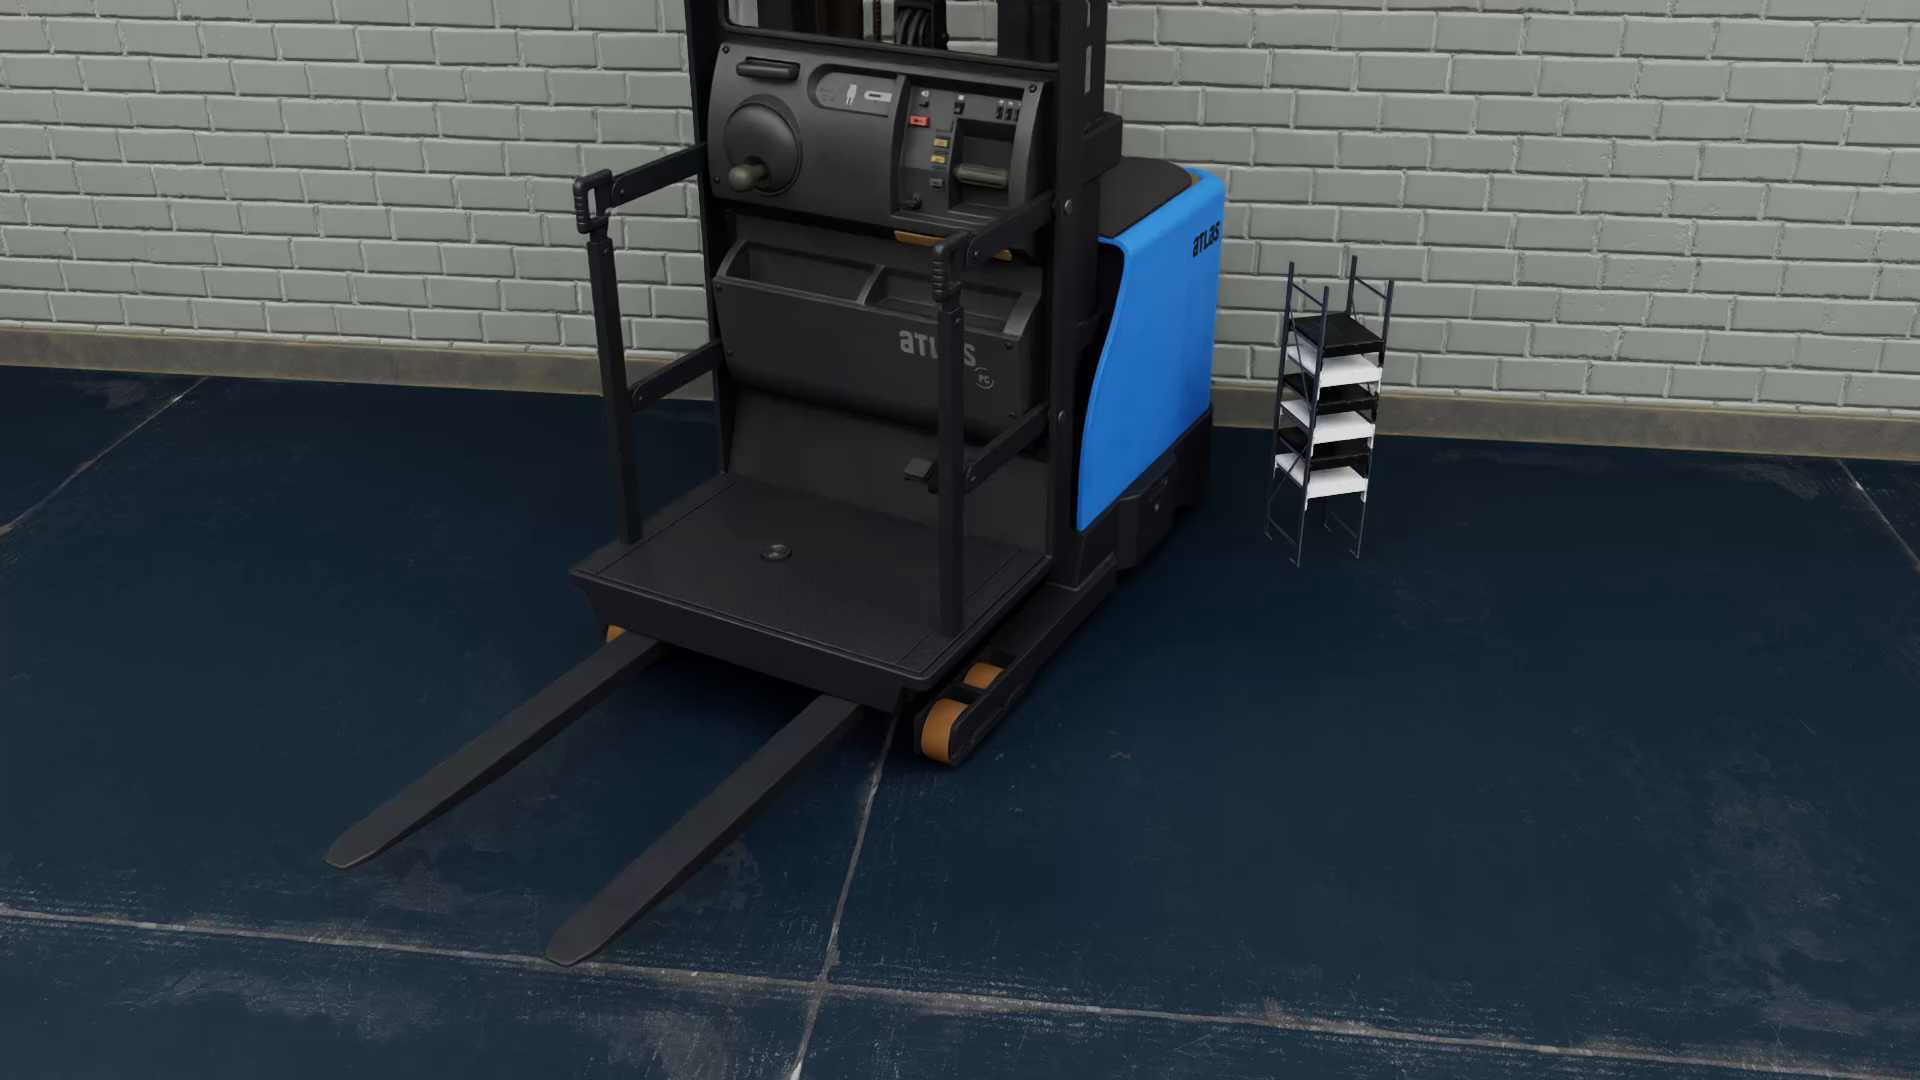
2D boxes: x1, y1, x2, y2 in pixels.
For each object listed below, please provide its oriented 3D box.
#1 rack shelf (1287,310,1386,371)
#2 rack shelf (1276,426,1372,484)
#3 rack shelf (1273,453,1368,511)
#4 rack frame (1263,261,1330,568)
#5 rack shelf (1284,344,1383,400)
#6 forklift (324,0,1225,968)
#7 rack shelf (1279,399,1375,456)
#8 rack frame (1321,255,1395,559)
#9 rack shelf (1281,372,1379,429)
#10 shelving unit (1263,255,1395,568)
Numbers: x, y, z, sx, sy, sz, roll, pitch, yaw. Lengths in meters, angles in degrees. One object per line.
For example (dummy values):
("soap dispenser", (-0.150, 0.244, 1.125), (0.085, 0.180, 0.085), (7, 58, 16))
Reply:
("rack shelf", (1.099, -0.588, 4.893), (0.200, 0.077, 0.258), (-8, 29, -14))
("rack shelf", (1.099, -0.271, 5.064), (0.200, 0.077, 0.258), (-8, 29, -14))
("rack shelf", (1.099, -0.192, 5.107), (0.200, 0.077, 0.258), (-8, 29, -14))
("rack frame", (1.001, -0.366, 4.981), (0.006, 0.900, 0.240), (-8, 29, -14))
("rack shelf", (1.099, -0.509, 4.936), (0.200, 0.077, 0.258), (-8, 29, -14))
("forklift", (-0.327, -0.968, 3.957), (1.130, 2.935, 3.031), (15, 32, 25))
("rack shelf", (1.099, -0.350, 5.022), (0.200, 0.077, 0.258), (-8, 29, -14))
("rack frame", (1.197, -0.393, 5.031), (0.006, 0.900, 0.240), (-8, 29, -14))
("rack shelf", (1.099, -0.429, 4.979), (0.200, 0.077, 0.258), (-8, 29, -14))
("shelving unit", (1.099, -0.380, 5.006), (0.210, 0.900, 0.258), (-8, 29, -14))
